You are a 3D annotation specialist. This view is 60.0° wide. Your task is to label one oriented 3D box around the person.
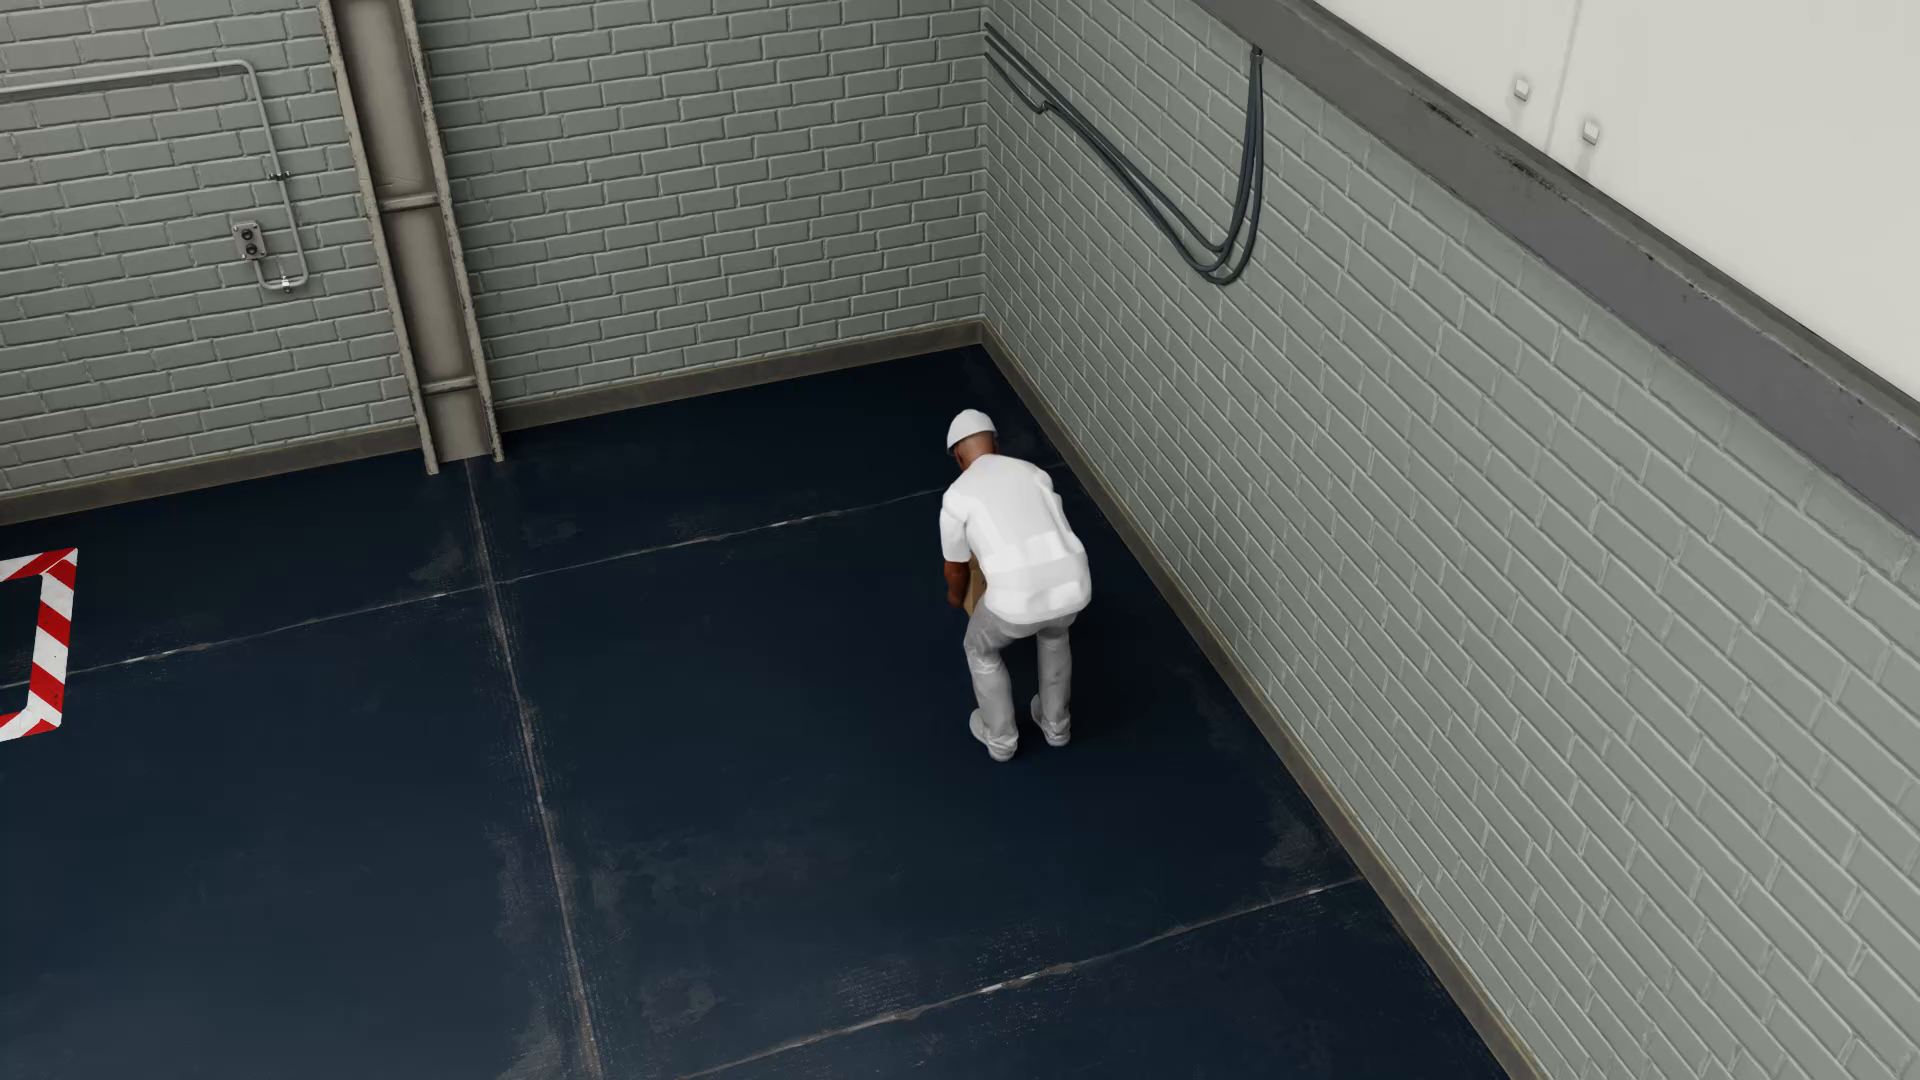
[{"bbox_3d":[0.180,0.197,6.880,0.493,1.310,0.924,-14,40,-17],"label":"person"}]
